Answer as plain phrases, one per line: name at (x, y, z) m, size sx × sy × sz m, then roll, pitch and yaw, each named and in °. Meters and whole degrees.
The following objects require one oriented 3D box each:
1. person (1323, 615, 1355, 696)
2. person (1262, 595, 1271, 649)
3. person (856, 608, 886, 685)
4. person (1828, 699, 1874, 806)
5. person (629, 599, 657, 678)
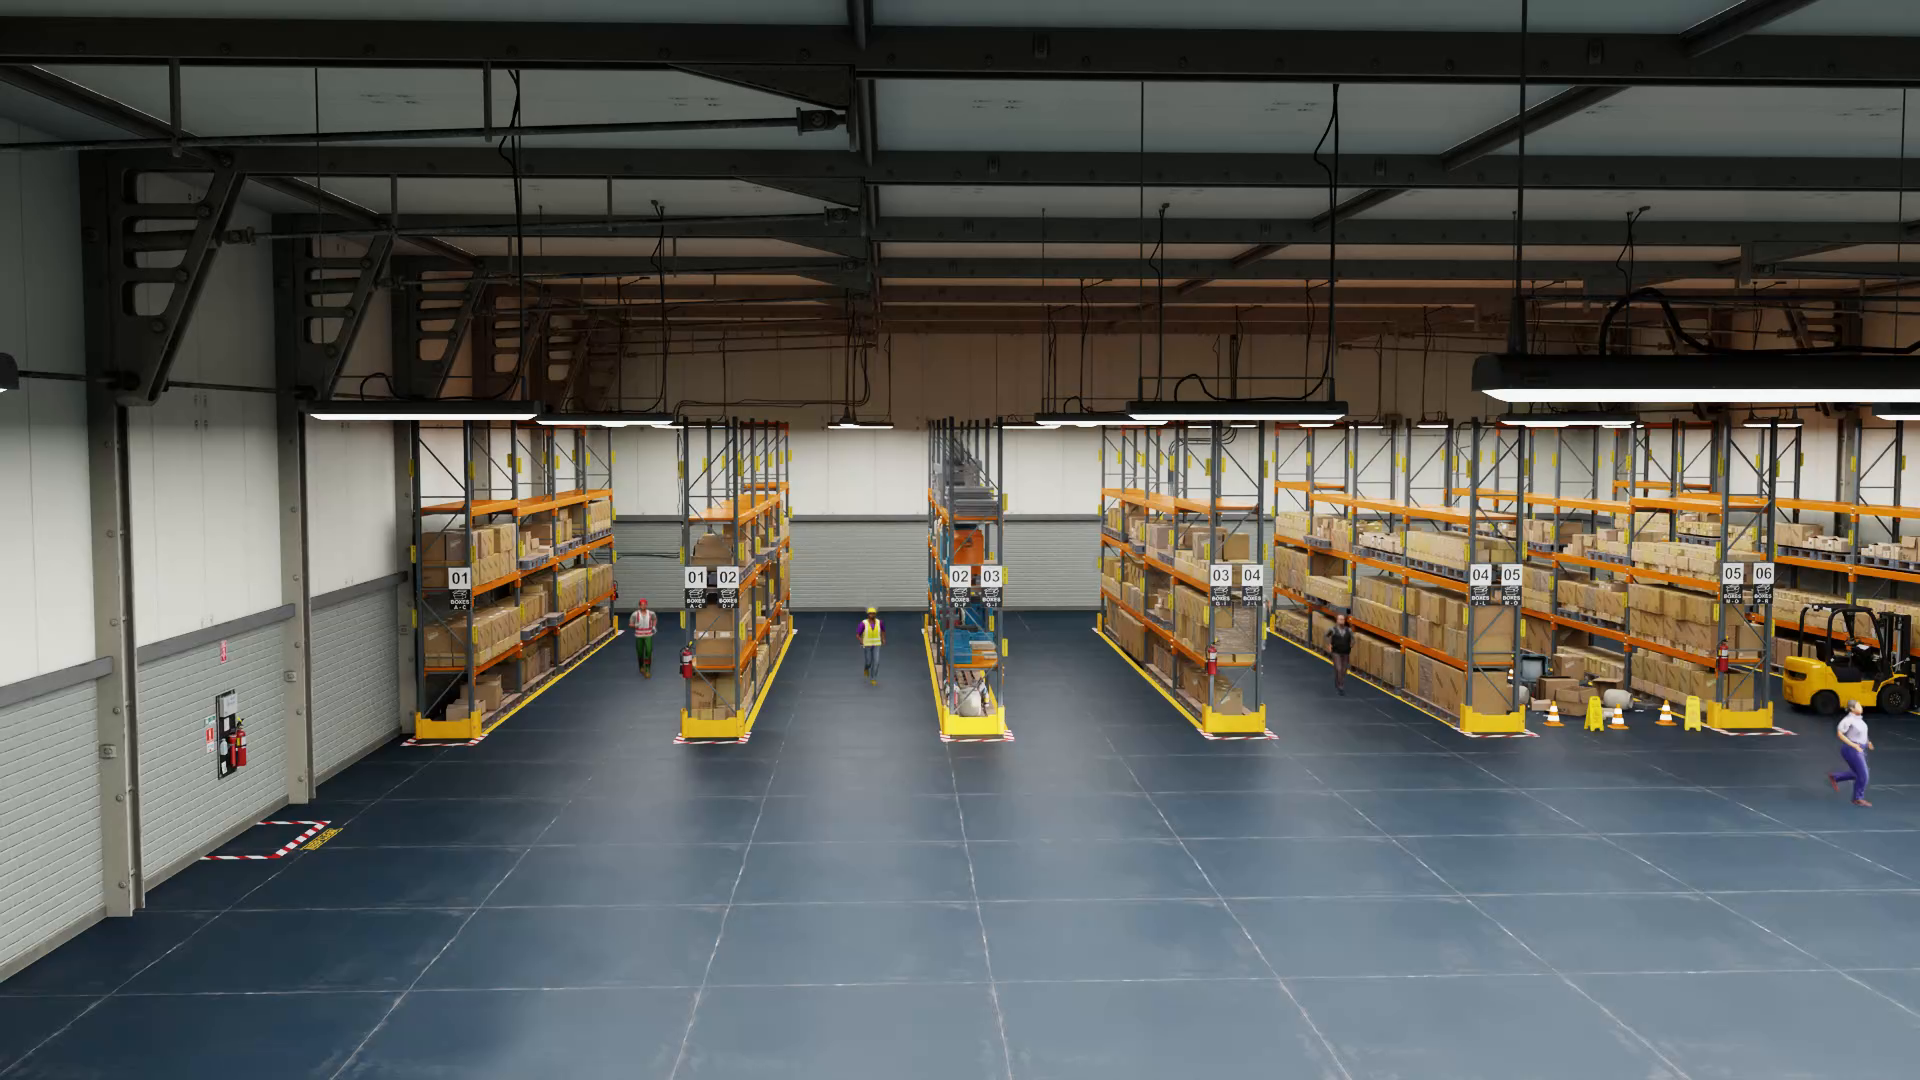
person at (8.310, 2.498, 36.351) m, size 0.663 × 1.727 × 0.928 m, roll 0°, pitch 4°, yaw -4°
person at (7.905, 2.016, 43.751) m, size 0.581 × 1.626 × 1.053 m, roll 0°, pitch 4°, yaw 2°
person at (-1.997, 2.399, 37.772) m, size 0.699 × 1.738 × 0.758 m, roll -1°, pitch 4°, yaw -13°
person at (13.727, 3.270, 25.626) m, size 0.608 × 1.602 × 0.648 m, roll -4°, pitch 5°, yaw -45°
person at (-7.380, 2.269, 38.765) m, size 0.644 × 1.806 × 0.915 m, roll -1°, pitch 4°, yaw -13°
